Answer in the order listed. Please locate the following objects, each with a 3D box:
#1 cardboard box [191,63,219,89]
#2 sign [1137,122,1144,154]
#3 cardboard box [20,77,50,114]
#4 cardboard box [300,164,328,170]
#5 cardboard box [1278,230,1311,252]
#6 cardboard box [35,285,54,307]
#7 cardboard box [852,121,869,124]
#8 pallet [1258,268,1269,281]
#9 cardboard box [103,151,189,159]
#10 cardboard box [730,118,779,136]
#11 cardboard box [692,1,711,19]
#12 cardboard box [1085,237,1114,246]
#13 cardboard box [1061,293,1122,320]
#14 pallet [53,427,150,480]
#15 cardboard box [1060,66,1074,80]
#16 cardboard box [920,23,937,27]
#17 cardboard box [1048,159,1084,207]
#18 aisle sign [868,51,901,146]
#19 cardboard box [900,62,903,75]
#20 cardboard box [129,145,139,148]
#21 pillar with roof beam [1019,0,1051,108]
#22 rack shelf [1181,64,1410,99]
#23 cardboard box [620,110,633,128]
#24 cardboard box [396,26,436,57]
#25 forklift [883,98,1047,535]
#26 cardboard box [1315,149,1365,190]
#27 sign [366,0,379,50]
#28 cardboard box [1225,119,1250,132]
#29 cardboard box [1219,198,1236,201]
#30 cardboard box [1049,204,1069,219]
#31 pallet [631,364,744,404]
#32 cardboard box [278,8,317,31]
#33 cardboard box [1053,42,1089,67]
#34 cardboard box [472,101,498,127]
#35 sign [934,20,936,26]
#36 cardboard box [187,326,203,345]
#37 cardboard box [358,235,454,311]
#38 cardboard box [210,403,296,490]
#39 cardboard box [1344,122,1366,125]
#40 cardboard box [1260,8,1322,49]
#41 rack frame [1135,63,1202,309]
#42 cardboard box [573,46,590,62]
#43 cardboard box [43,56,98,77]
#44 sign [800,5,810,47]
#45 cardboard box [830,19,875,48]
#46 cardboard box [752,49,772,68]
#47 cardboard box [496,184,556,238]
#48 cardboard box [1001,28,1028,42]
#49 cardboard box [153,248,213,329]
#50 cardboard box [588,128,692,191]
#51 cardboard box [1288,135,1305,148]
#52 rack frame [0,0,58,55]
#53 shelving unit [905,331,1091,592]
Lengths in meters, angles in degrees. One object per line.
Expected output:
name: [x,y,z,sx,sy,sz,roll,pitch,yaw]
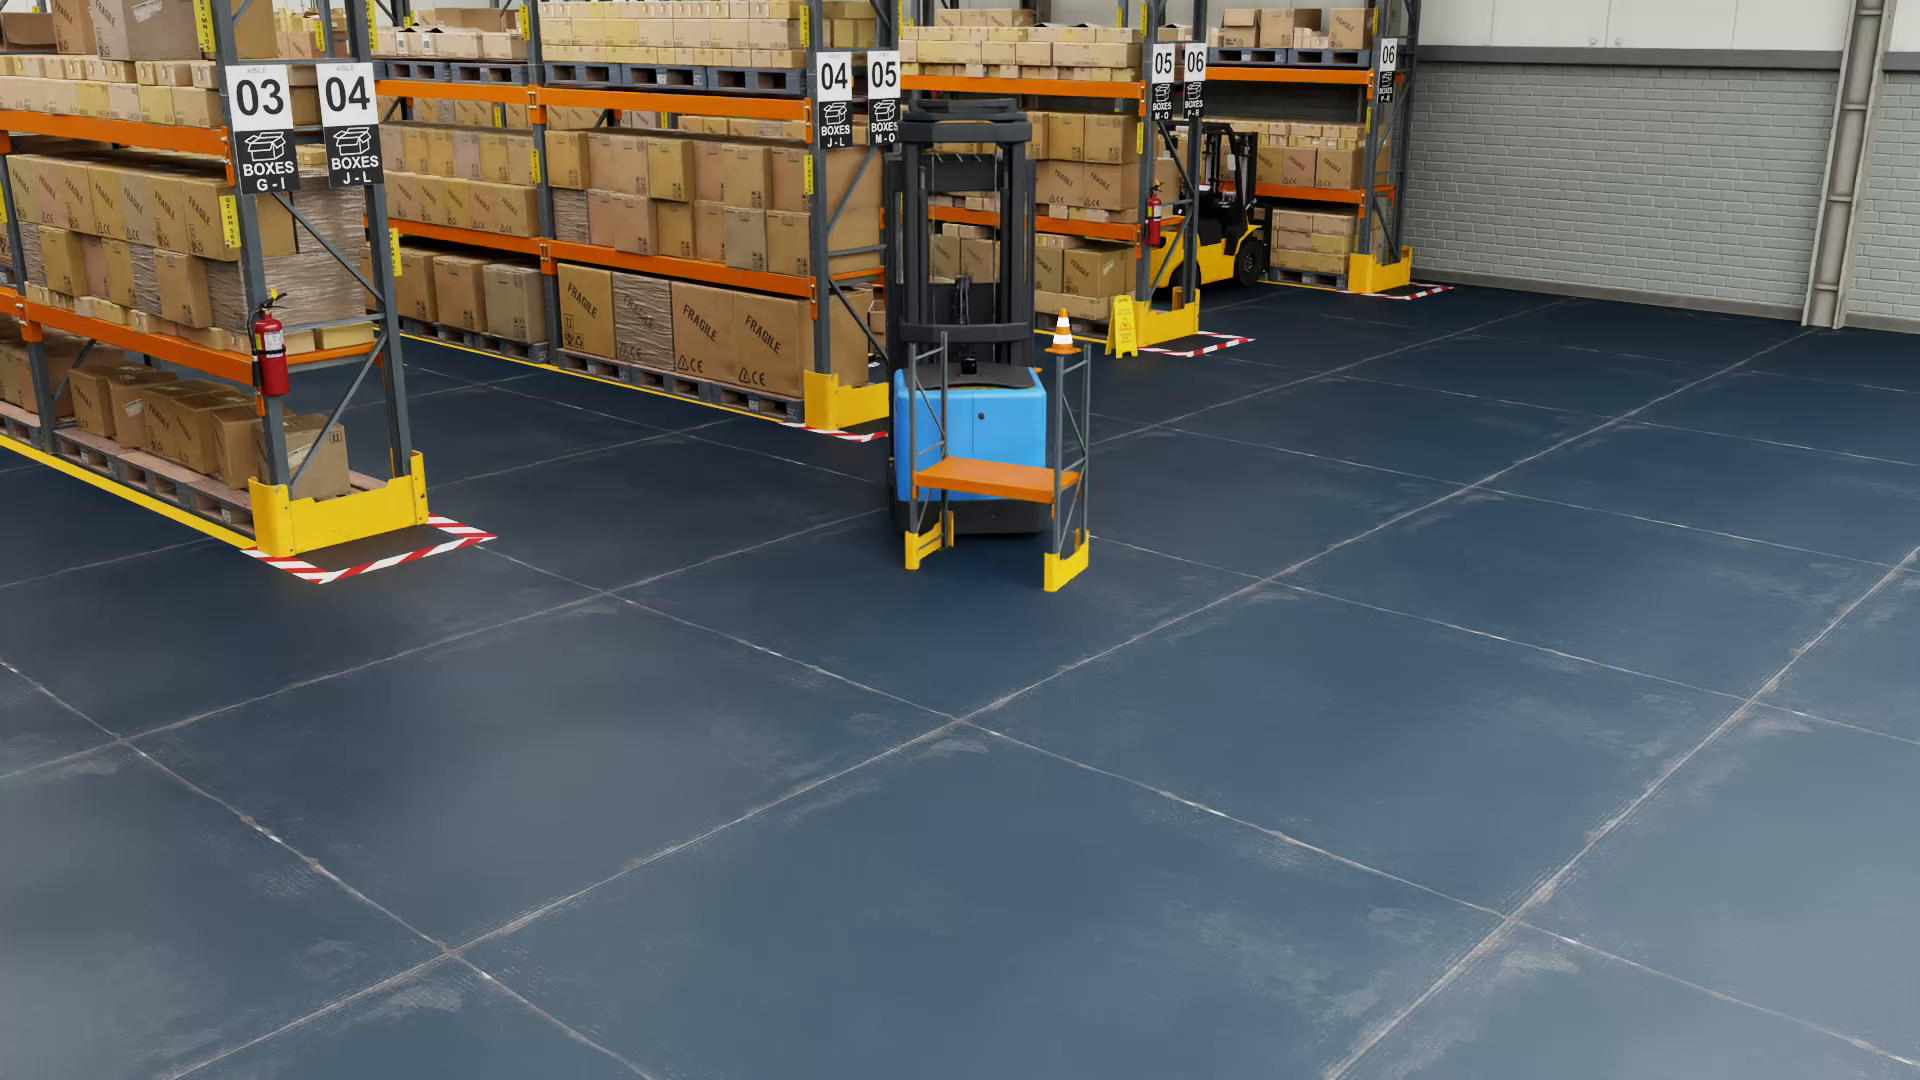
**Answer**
cardboard box: [-4.693,-2.986,10.692,0.250,0.149,0.380,15,23,39]
sign: [1.916,-4.276,17.689,0.005,0.325,0.100,15,23,39]
cardboard box: [-6.704,-3.361,12.531,0.500,0.250,0.500,15,23,39]
cardboard box: [-7.566,-4.379,19.681,0.250,0.149,0.380,16,23,40]
cardboard box: [4.652,-4.077,22.523,0.500,0.250,0.500,15,23,39]
cardboard box: [-7.131,-1.972,13.281,0.250,0.149,0.380,15,23,39]
cardboard box: [-1.228,-5.147,21.520,0.500,0.500,0.500,15,23,39]
pallet: [4.083,-3.879,23.484,1.213,0.211,1.003,15,23,39]
cardboard box: [-6.376,-2.794,13.146,0.500,0.500,0.500,15,23,39]
cardboard box: [-2.705,-5.340,22.127,0.500,0.500,0.500,16,23,40]
cardboard box: [-2.146,-4.687,14.701,0.250,0.149,0.380,15,23,39]
cardboard box: [1.468,-3.275,19.584,0.500,0.500,0.500,14,22,37]
cardboard box: [1.498,-2.691,18.982,0.500,0.250,0.500,15,23,39]
pallet: [-6.744,-0.800,13.783,1.213,0.211,1.003,15,23,39]
cardboard box: [1.318,-5.183,18.440,0.250,0.149,0.380,15,23,40]
cardboard box: [-0.484,-8.251,26.791,0.250,0.149,0.380,14,22,37]
cardboard box: [1.339,-4.032,18.702,0.500,0.500,0.500,15,23,39]
aisle sign: [-0.658,-3.847,14.478,0.004,0.787,0.394,15,23,39]
cardboard box: [-0.621,-5.689,20.034,0.250,0.149,0.380,15,23,38]
cardboard box: [-11.194,-5.391,22.984,0.500,0.500,0.500,15,23,39]
pillar with roof beam: [-1.676,-8.252,22.739,0.400,9.000,9.100,15,23,39]
rack shelf: [4.096,-6.307,22.756,4.000,0.370,1.077,15,23,39]
cardboard box: [-4.633,-5.971,23.649,0.500,0.500,0.500,16,23,40]
cardboard box: [-5.740,-5.397,17.988,0.500,0.311,0.500,15,23,38]
forklift: [-0.010,-1.828,12.525,1.130,2.935,3.031,-1,18,-4]
cardboard box: [5.049,-4.906,21.945,0.500,0.500,0.500,14,23,38]
sign: [-3.918,-3.422,11.031,0.005,0.325,0.100,15,23,39]
cardboard box: [3.856,-5.702,22.892,0.250,0.149,0.380,15,23,39]
cardboard box: [3.855,-4.730,23.755,0.500,0.250,0.500,15,23,40]
cardboard box: [1.225,-3.729,18.817,0.250,0.149,0.380,16,23,40]
pallet: [-2.469,-1.613,16.346,1.213,0.211,1.003,15,23,39]
cardboard box: [-7.763,-6.125,19.563,0.258,0.266,0.396,15,23,39]
cardboard box: [1.371,-5.341,18.279,0.500,0.250,0.500,15,23,39]
cardboard box: [-7.212,-6.661,25.822,0.500,0.500,0.500,15,23,39]
sign: [-0.338,-6.298,20.685,0.005,0.325,0.100,15,23,39]
cardboard box: [-5.213,-1.486,11.751,0.250,0.149,0.380,15,23,39]
cardboard box: [-6.498,-3.146,19.591,0.750,0.750,1.050,15,23,39]
cardboard box: [-5.204,-0.703,12.306,0.500,0.500,0.500,-11,21,-31]
cardboard box: [5.325,-5.500,22.255,0.250,0.149,0.380,16,24,41]
cardboard box: [4.399,-6.806,22.114,0.500,0.500,0.700,15,23,40]
rack frame: [2.300,-3.695,18.295,0.127,3.000,1.000,15,23,39]
cardboard box: [-3.475,-4.663,15.944,0.250,0.149,0.380,15,23,39]
cardboard box: [-6.586,-3.532,12.413,0.250,0.149,0.380,16,24,41]
sign: [-1.281,-4.249,13.748,0.005,0.325,0.100,15,23,39]
cardboard box: [-1.101,-4.457,14.636,0.500,0.250,0.500,15,23,39]
cardboard box: [-1.572,-4.153,14.337,0.250,0.149,0.380,15,23,40]
cardboard box: [-4.470,-3.450,17.357,0.500,0.500,0.500,15,23,39]
cardboard box: [0.681,-5.686,18.708,0.250,0.149,0.380,16,23,41]
cardboard box: [-5.125,-1.832,11.768,0.500,0.500,0.875,15,23,39]
cardboard box: [-3.161,-3.778,16.524,0.550,0.550,0.875,15,23,39]
cardboard box: [4.604,-5.344,22.256,0.250,0.149,0.380,15,23,39]
rack frame: [-7.270,-5.115,12.853,0.127,3.000,1.000,15,23,39]
shelving unit: [0.244,-0.531,10.807,1.083,1.500,0.587,8,19,25]
